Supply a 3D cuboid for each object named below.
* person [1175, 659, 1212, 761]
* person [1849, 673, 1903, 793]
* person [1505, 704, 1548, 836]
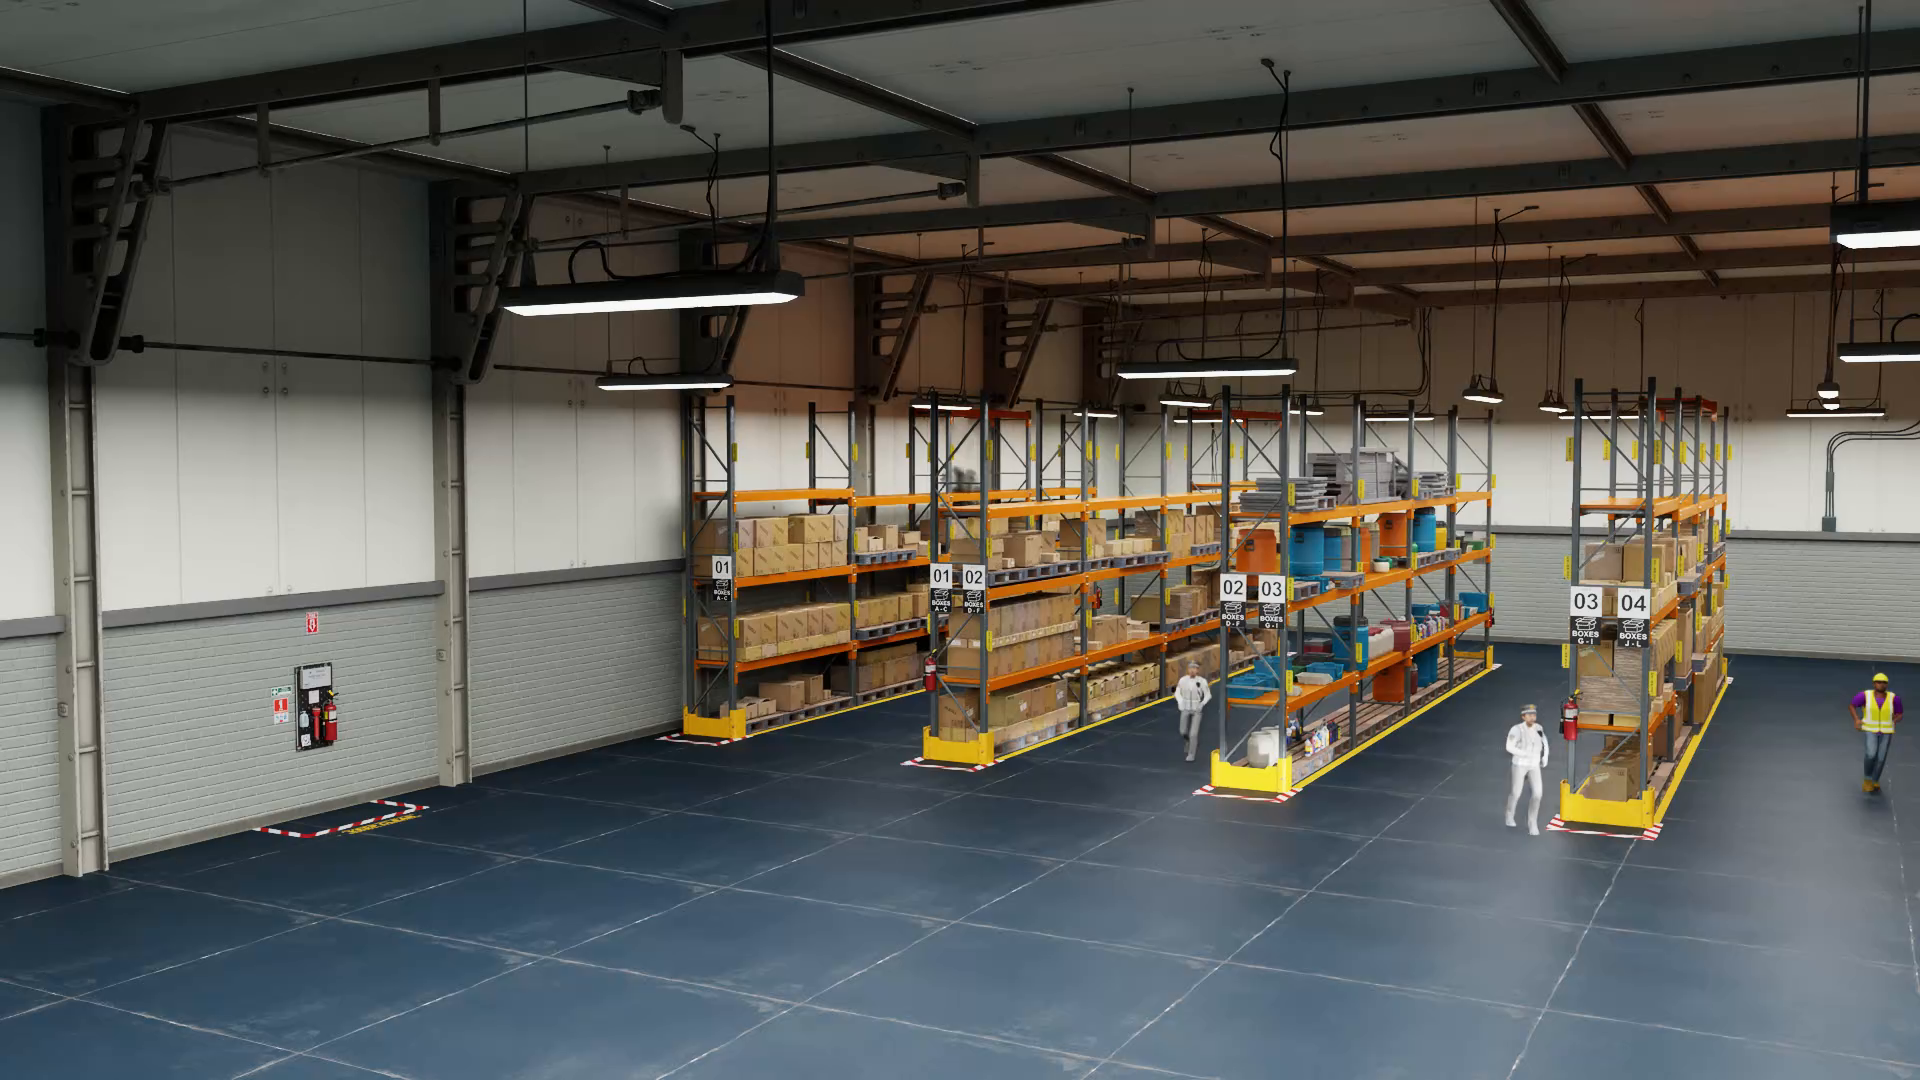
[{"bbox_3d":[3.773,2.753,26.995,0.602,1.651,0.542,1,3,17],"label":"person"},{"bbox_3d":[13.490,2.842,24.444,0.673,1.777,0.710,1,3,18],"label":"person"},{"bbox_3d":[7.480,3.018,21.903,0.637,1.755,0.717,0,3,-3],"label":"person"}]
